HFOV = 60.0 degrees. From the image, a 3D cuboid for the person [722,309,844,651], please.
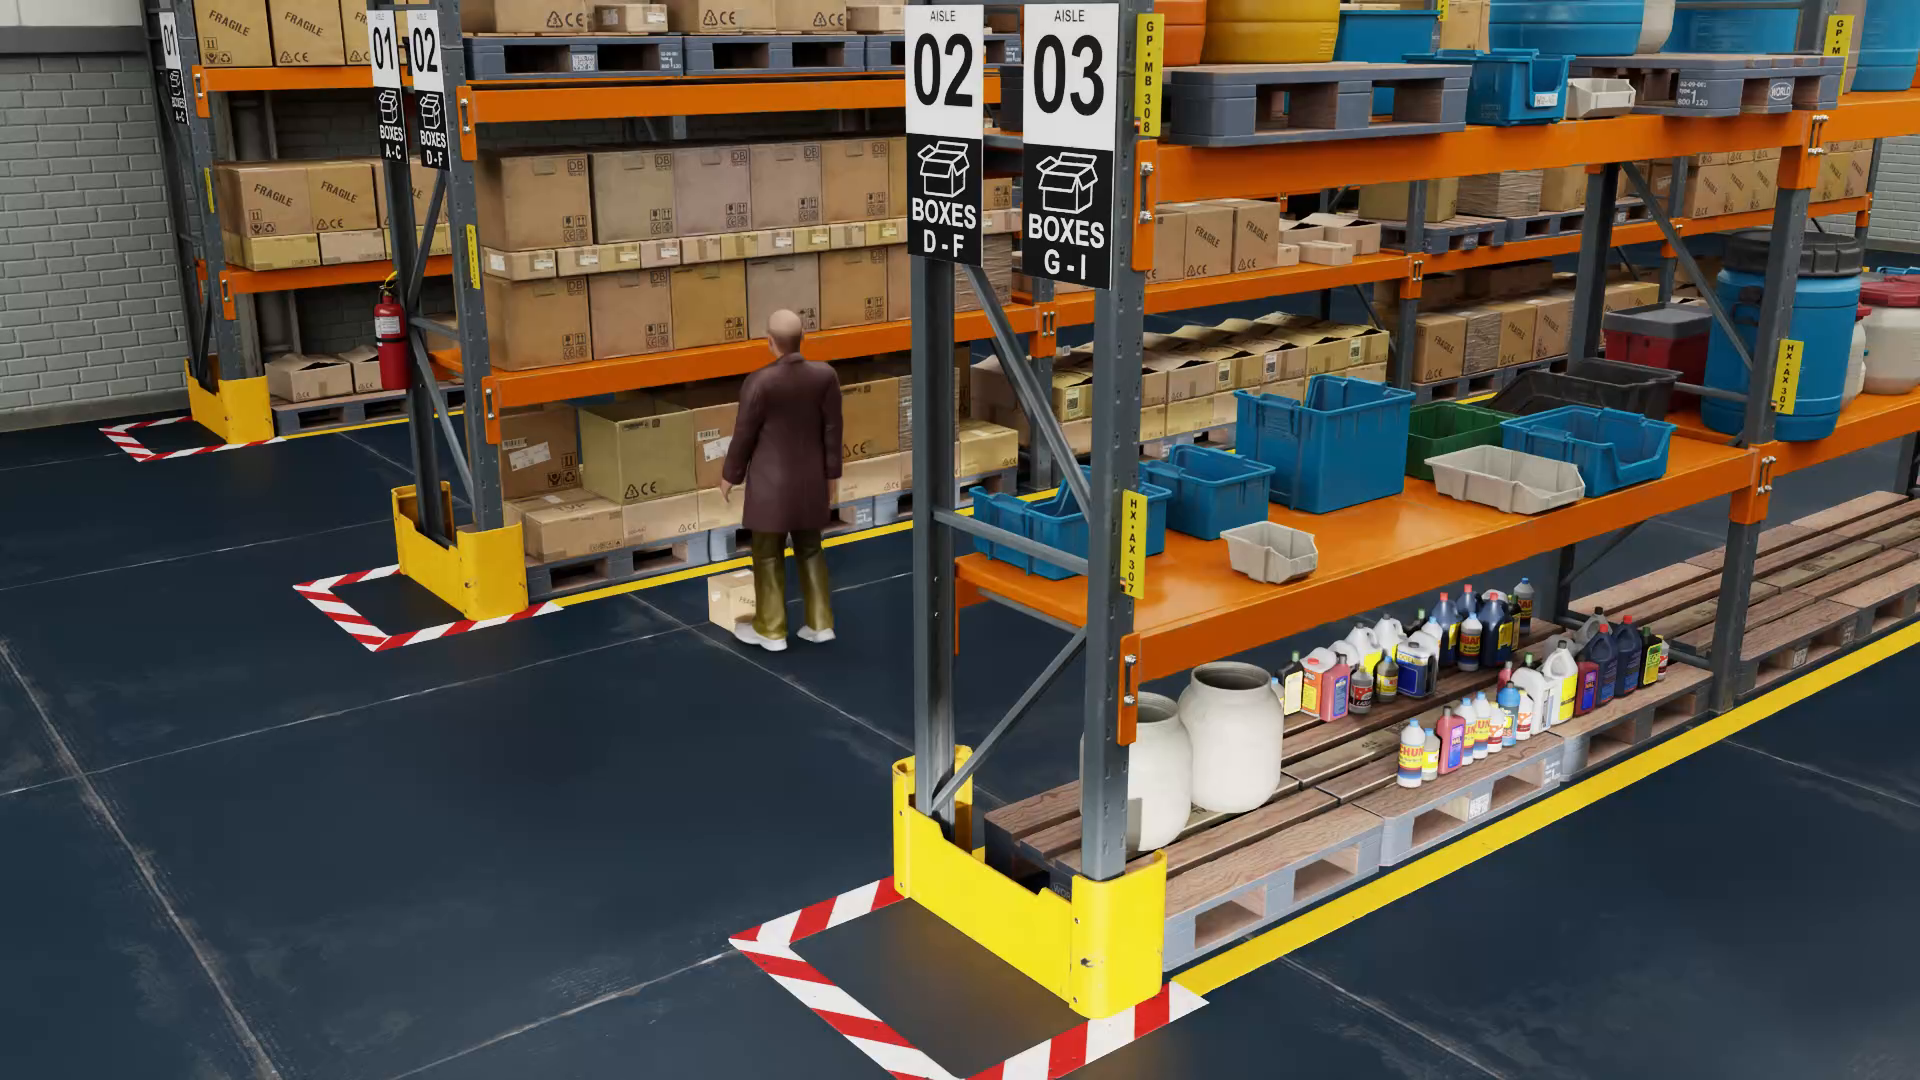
[{"bbox_3d":[-0.932,-0.282,8.518,0.589,1.838,0.500,-13,22,-36],"label":"person"}]
